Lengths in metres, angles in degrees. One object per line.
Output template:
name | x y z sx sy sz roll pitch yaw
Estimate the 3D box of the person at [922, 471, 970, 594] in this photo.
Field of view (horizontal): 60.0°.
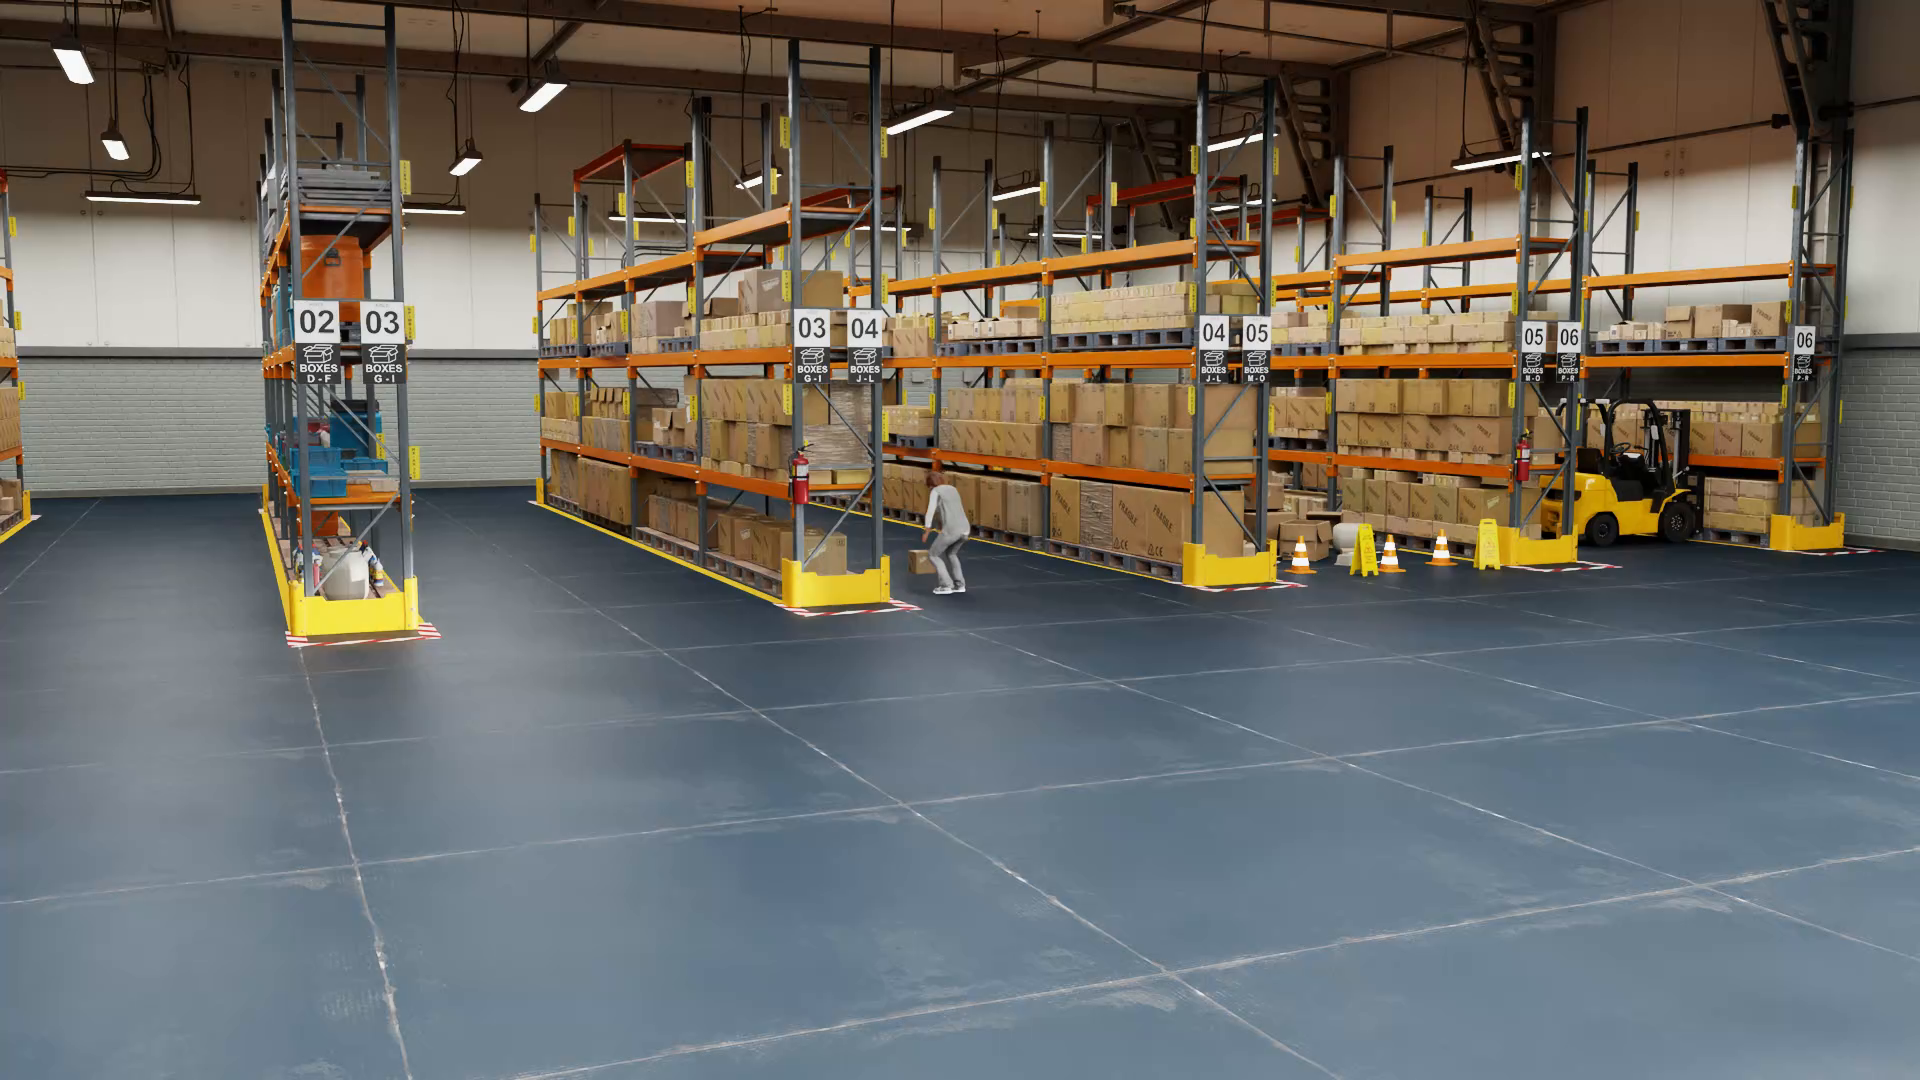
person | -0.168 -0.080 19.082 0.459 1.401 0.581 -5 8 -42
